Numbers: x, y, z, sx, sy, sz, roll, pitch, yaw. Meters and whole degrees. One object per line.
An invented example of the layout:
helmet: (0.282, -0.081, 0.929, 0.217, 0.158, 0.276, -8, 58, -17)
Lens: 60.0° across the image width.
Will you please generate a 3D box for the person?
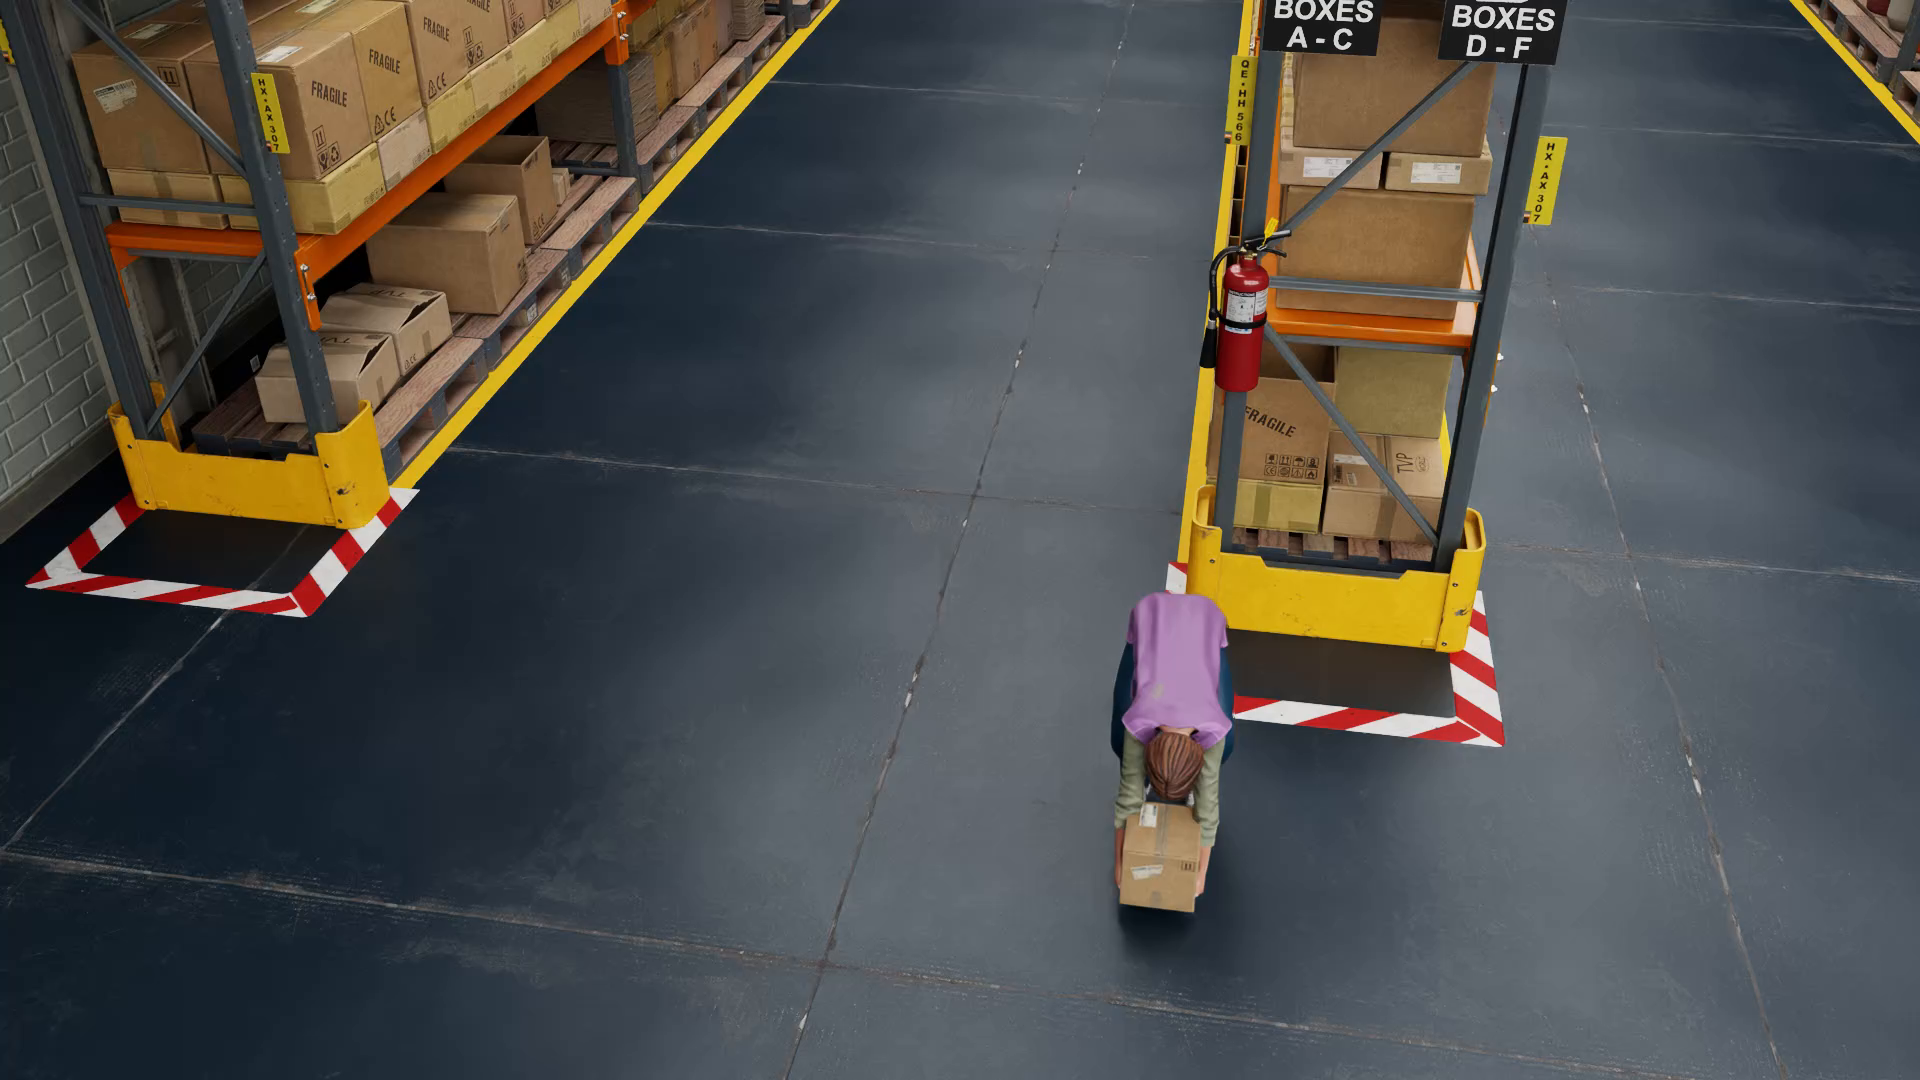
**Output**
person: (0.730, 0.696, 5.724, 0.423, 0.886, 0.854, 4, 33, 6)
